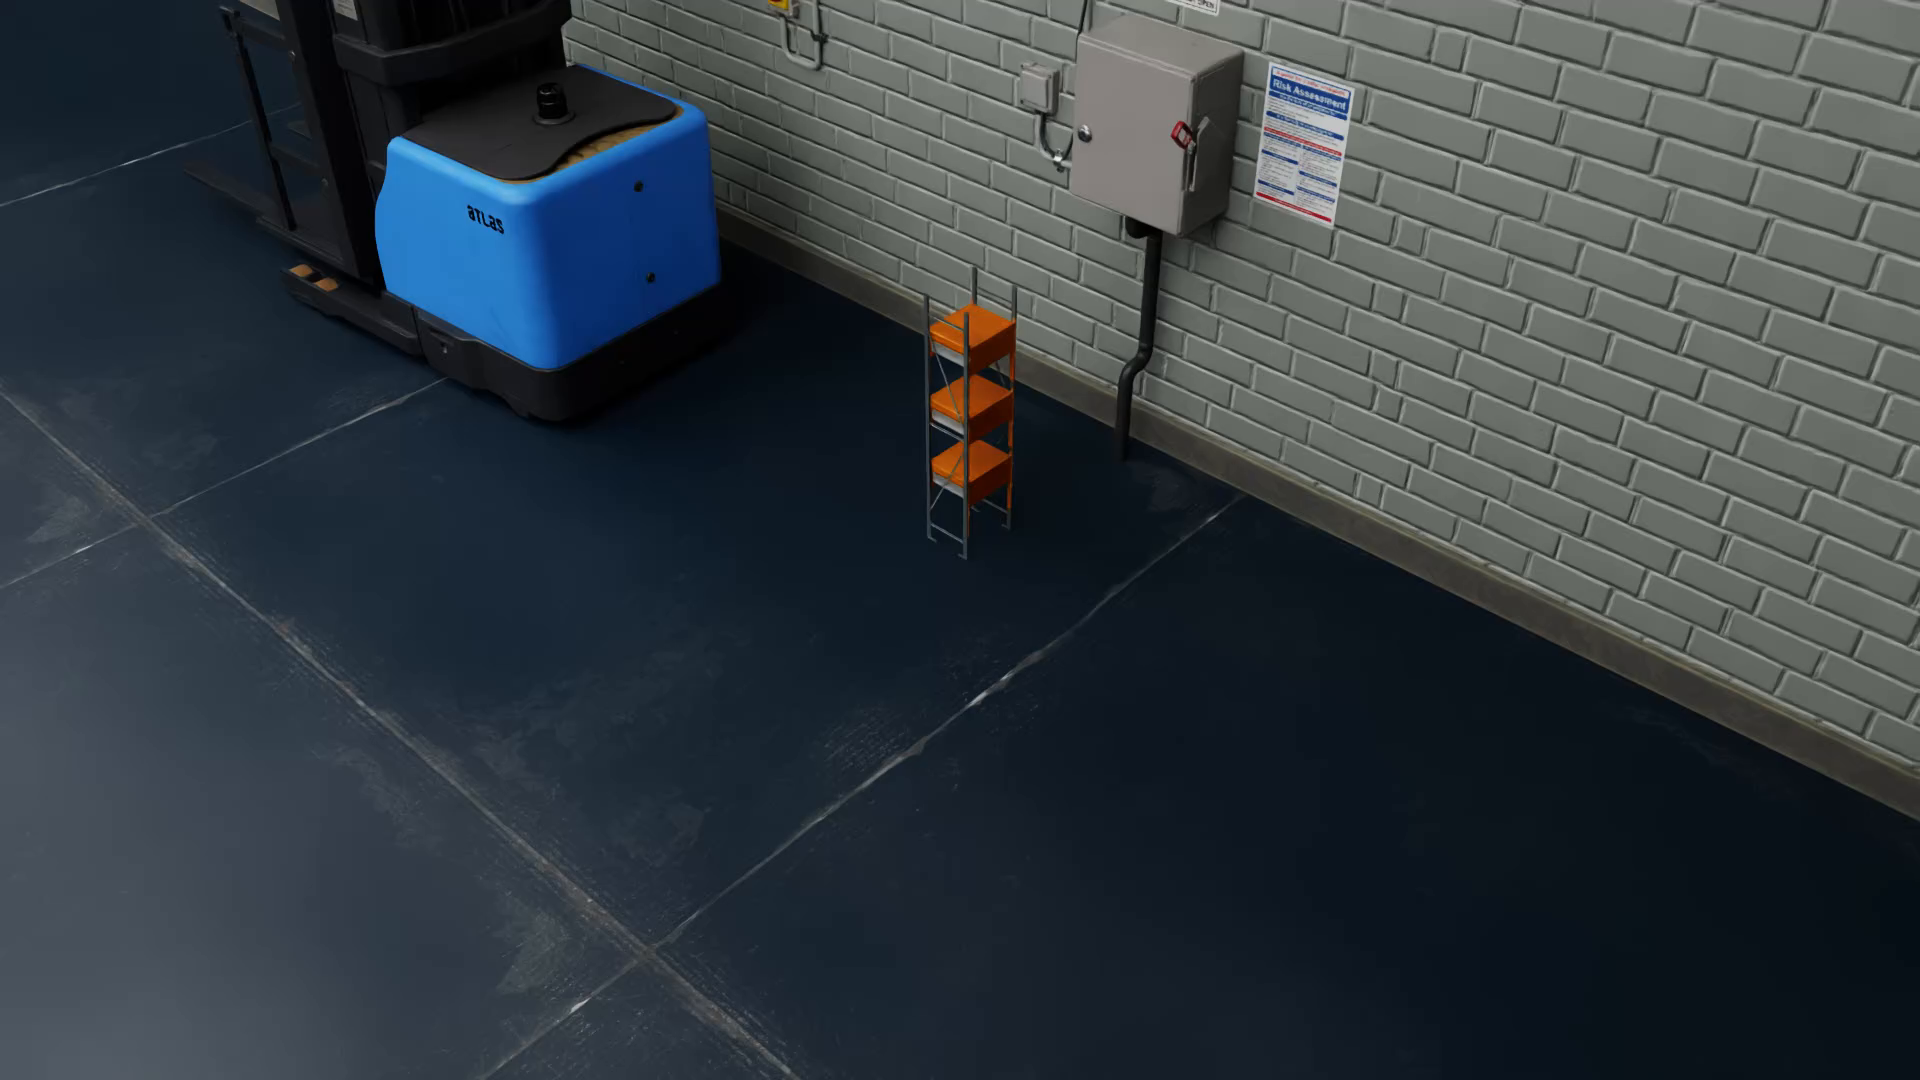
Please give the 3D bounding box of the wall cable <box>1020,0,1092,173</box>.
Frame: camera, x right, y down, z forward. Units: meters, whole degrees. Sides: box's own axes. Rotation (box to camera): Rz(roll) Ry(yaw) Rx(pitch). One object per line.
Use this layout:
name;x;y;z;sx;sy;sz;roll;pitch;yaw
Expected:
wall cable;0.246;-2.233;5.832;0.588;1.984;0.122;30;47;32

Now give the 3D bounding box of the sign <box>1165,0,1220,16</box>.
sign;0.742;-1.918;5.589;0.339;0.242;0.001;30;47;32

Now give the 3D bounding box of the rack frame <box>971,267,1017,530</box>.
rack frame;0.118;-0.492;6.025;0.200;1.050;0.008;30;47;32

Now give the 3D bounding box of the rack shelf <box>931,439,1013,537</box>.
rack shelf;0.036;-0.210;6.134;0.215;0.259;0.240;30;47;32

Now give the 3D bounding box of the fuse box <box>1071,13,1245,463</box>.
fuse box;0.644;-0.972;6.098;0.539;1.711;0.414;30;47;32

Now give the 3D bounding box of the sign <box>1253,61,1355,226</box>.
sign;1.148;-1.327;5.585;0.329;0.494;0.001;30;47;32

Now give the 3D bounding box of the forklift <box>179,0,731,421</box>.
forklift;-2.473;-2.392;6.903;3.031;2.935;1.130;27;46;29

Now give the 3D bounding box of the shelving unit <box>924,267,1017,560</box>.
shelving unit;0.036;-0.435;5.954;0.215;1.050;0.252;30;47;32

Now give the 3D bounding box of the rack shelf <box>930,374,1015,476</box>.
rack shelf;0.036;-0.427;5.961;0.215;0.259;0.240;30;47;32

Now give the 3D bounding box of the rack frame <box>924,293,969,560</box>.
rack frame;-0.046;-0.379;5.884;0.200;1.050;0.008;30;47;32

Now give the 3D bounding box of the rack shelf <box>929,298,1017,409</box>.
rack shelf;0.036;-0.649;5.784;0.215;0.259;0.240;30;47;32

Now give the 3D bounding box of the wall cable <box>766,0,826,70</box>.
wall cable;-0.809;-2.835;6.564;0.585;1.953;0.123;30;47;32
